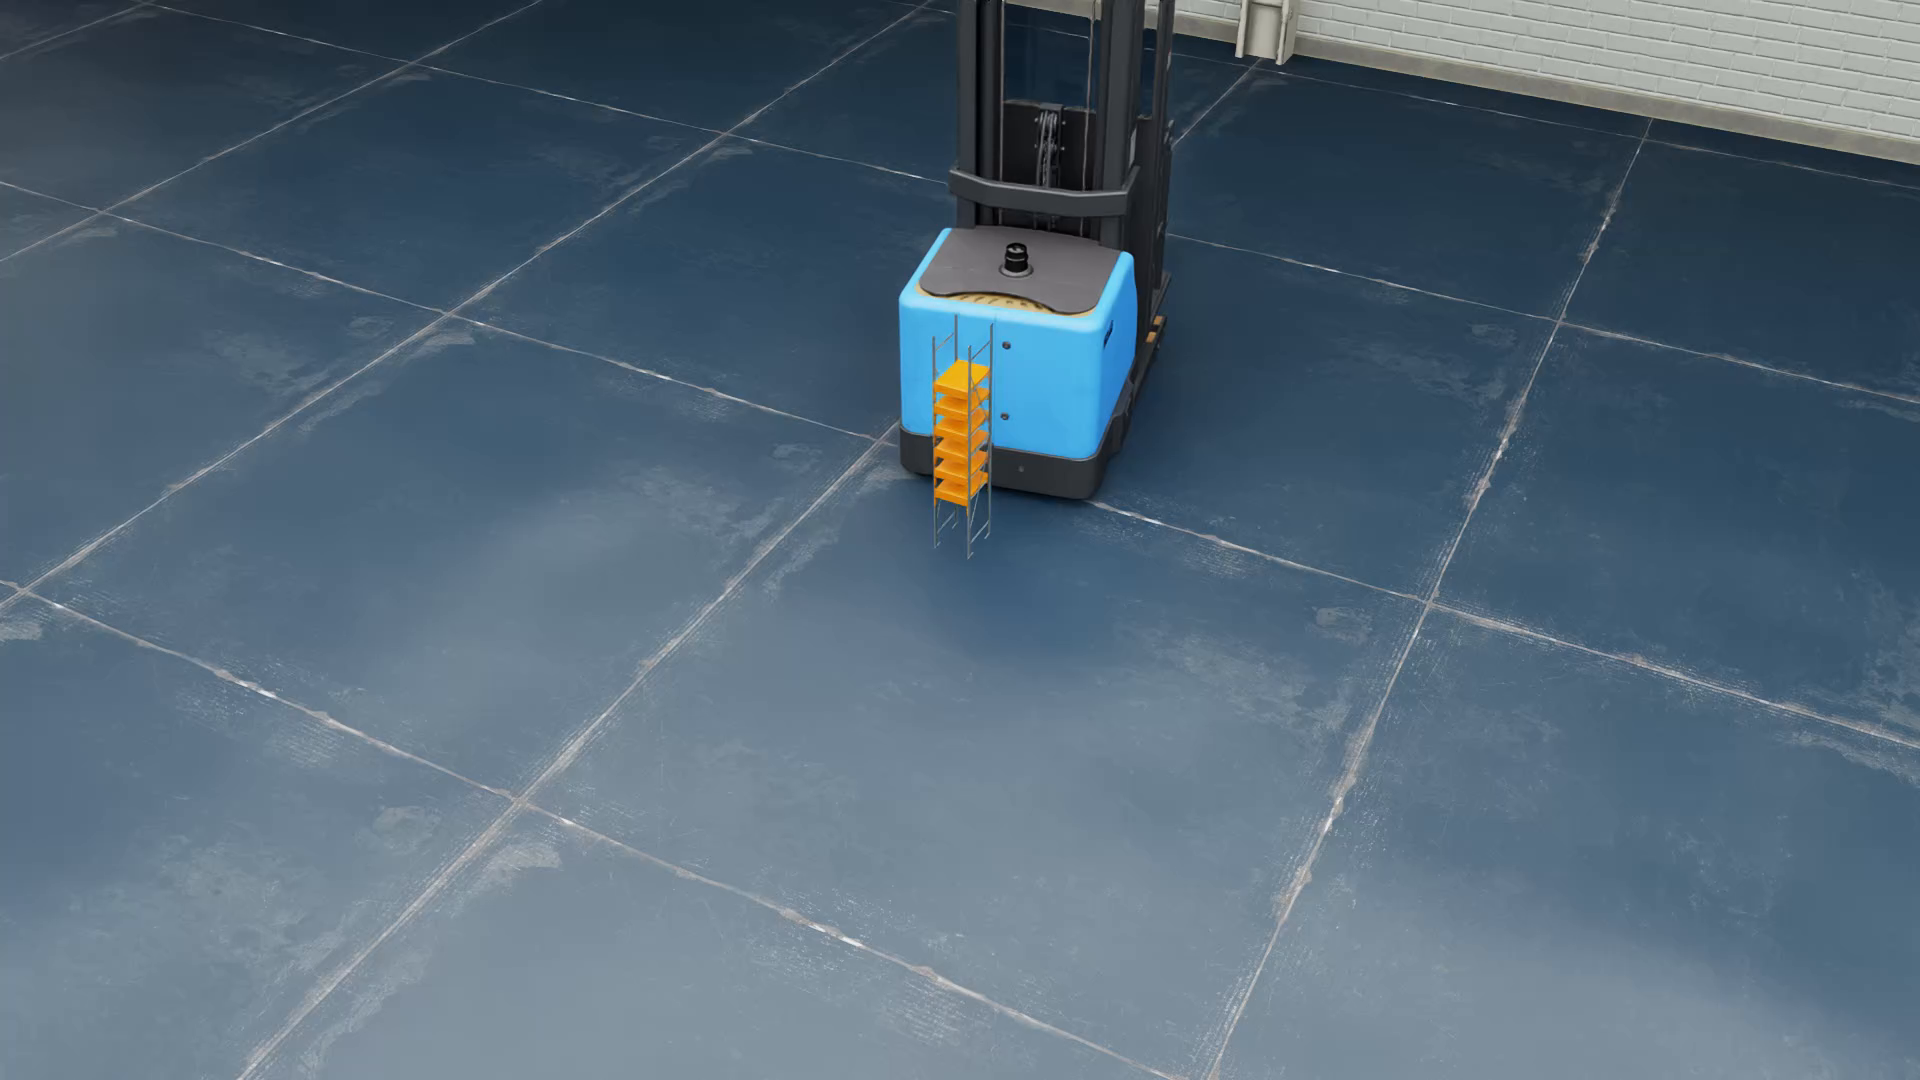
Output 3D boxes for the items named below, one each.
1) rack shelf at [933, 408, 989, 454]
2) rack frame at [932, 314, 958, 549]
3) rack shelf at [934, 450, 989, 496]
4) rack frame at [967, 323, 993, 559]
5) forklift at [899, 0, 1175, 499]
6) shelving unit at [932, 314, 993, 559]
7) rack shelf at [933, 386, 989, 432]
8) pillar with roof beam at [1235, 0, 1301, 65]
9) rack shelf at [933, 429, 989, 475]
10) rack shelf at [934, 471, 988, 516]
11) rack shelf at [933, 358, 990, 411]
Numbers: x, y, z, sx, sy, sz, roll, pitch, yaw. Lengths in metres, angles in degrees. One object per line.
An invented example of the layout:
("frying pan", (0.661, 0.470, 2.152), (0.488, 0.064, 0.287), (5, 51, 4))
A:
("rack shelf", (0.013, -0.534, 7.856), (0.180, 0.103, 0.258), (17, 41, 21))
("rack frame", (-0.068, -0.499, 7.935), (0.006, 1.200, 0.240), (17, 41, 21))
("rack shelf", (0.013, -0.343, 8.001), (0.180, 0.103, 0.258), (17, 41, 21))
("rack frame", (0.094, -0.448, 7.868), (0.006, 1.200, 0.240), (17, 41, 21))
("forklift", (0.589, -2.269, 8.834), (1.130, 2.935, 3.031), (10, 38, 13))
("shelving unit", (0.013, -0.474, 7.902), (0.189, 1.200, 0.258), (17, 41, 21))
("rack shelf", (0.013, -0.630, 7.783), (0.180, 0.103, 0.258), (17, 41, 21))
("pillar with roof beam", (0.483, -5.199, 7.676), (0.400, 9.000, 9.100), (17, 41, 21))
("rack shelf", (0.013, -0.438, 7.929), (0.180, 0.103, 0.258), (17, 41, 21))
("rack shelf", (0.013, -0.247, 8.074), (0.180, 0.103, 0.258), (17, 41, 21))
("rack shelf", (0.013, -0.725, 7.711), (0.180, 0.103, 0.258), (17, 41, 21))
